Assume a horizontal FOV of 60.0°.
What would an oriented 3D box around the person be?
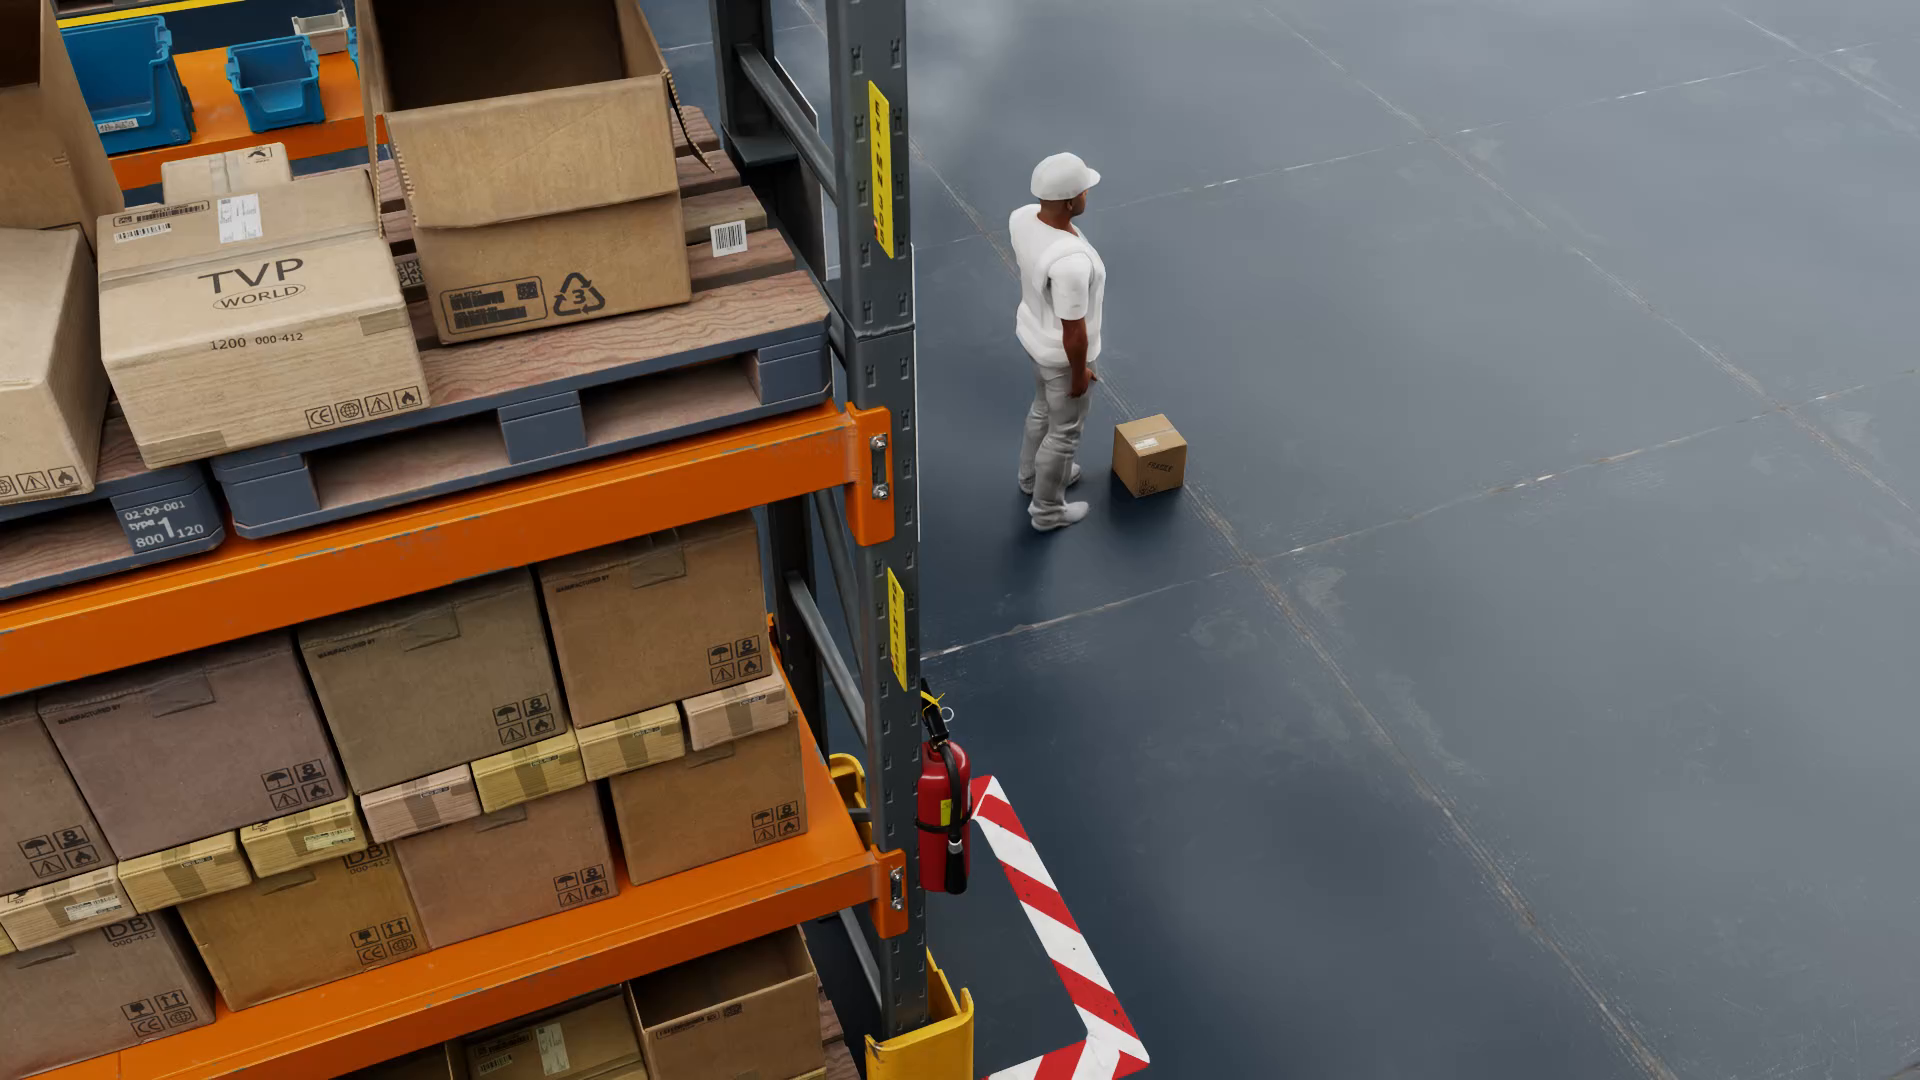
[{"bbox_3d":[0.429,-0.843,7.111,0.383,1.781,0.563,-14,43,-15],"label":"person"}]
